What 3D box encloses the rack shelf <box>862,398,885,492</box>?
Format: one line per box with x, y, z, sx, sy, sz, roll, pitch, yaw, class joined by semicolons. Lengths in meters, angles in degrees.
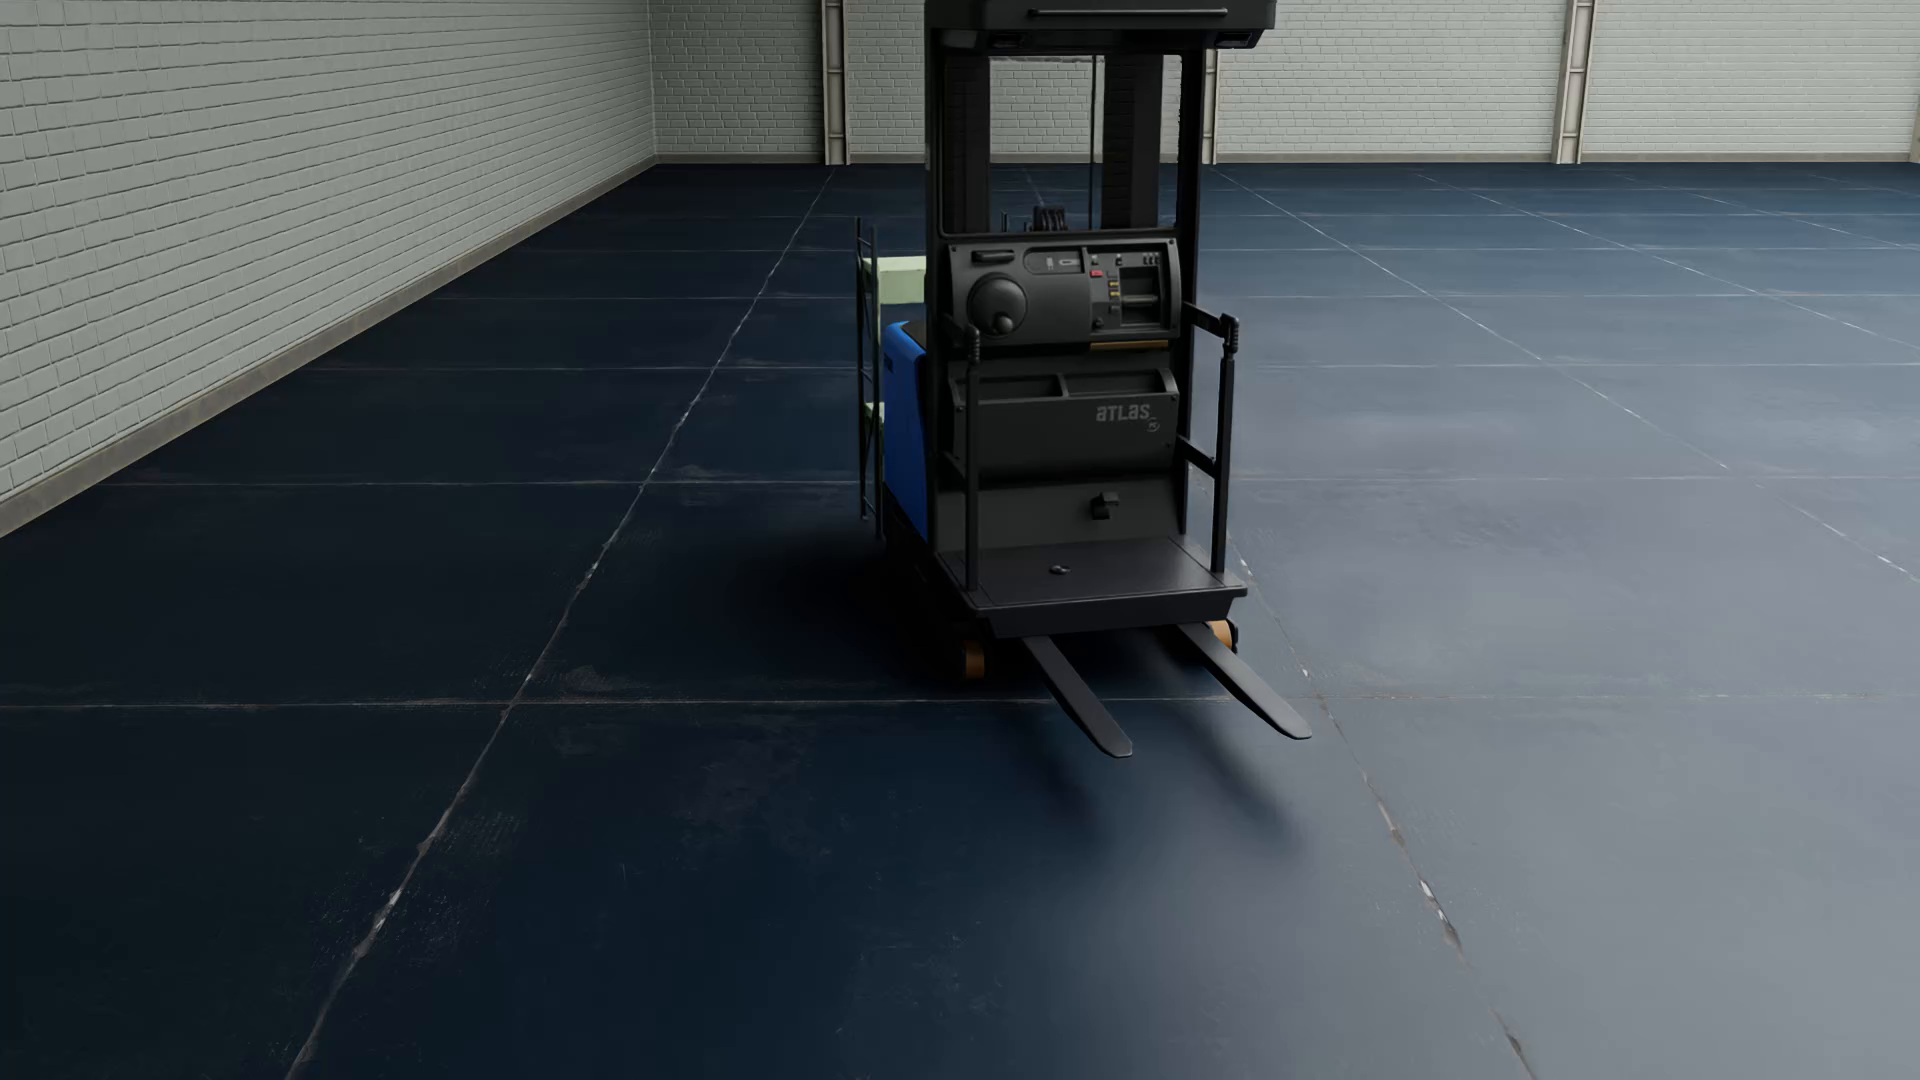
-0.090;-0.496;8.205;0.720;0.370;0.431;-5;18;-14;rack shelf

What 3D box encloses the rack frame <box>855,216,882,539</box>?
-0.443;-0.777;8.015;0.023;1.500;0.400;-5;18;-14;rack frame

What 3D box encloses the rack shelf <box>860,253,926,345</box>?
-0.090;-1.178;7.986;0.720;0.370;0.431;-5;18;-14;rack shelf

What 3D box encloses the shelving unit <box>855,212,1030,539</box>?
-0.090;-0.806;8.105;0.755;1.500;0.431;-5;18;-14;shelving unit

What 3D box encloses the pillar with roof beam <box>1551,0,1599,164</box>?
10.061;-9.199;21.991;0.400;9.000;9.100;0;18;-1;pillar with roof beam

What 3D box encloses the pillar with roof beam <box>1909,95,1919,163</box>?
16.060;-9.228;22.081;0.400;9.000;9.100;0;18;-1;pillar with roof beam

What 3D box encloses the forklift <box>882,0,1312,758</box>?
0.464;-0.978;6.299;1.130;2.935;3.031;-4;18;-12;forklift

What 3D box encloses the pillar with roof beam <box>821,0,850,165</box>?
-1.938;-9.141;21.810;0.400;9.000;9.100;0;18;-1;pillar with roof beam

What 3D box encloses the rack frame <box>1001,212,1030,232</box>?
0.264;-0.835;8.196;0.023;1.500;0.400;-5;18;-14;rack frame

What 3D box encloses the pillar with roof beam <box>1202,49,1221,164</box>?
4.062;-9.170;21.901;0.400;9.000;9.100;0;18;-1;pillar with roof beam
